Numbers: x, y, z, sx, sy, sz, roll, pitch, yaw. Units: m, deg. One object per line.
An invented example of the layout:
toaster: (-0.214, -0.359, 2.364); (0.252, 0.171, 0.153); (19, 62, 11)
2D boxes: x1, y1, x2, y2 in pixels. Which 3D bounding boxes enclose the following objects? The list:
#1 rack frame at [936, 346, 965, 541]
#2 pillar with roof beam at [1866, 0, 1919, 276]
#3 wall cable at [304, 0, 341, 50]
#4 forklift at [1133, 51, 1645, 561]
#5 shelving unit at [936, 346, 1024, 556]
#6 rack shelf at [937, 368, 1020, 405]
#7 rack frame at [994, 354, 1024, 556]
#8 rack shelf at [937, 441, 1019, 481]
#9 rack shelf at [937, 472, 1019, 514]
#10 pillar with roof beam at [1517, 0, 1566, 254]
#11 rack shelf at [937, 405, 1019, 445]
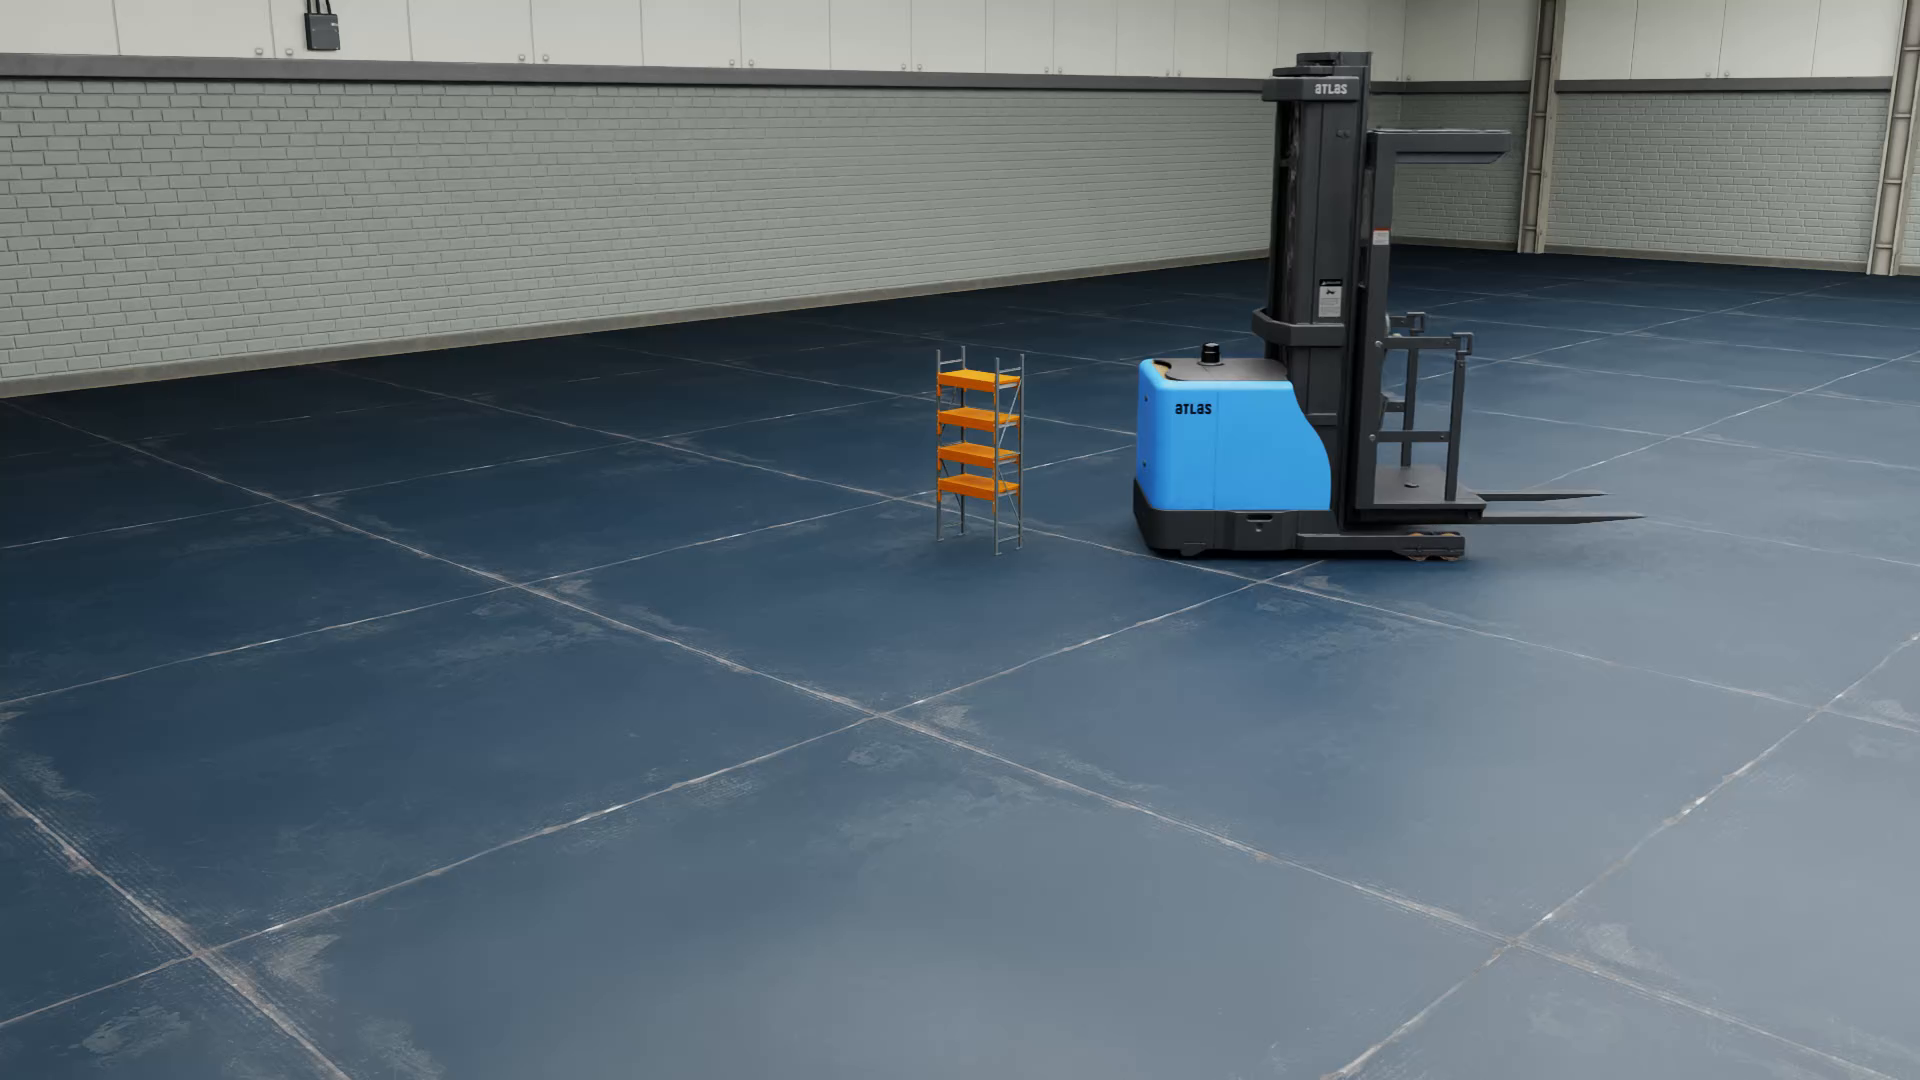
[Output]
rack frame: (-0.057, -0.594, 10.333); (0.015, 1.200, 0.240); (14, 20, 42)
pillar with roof beam: (11.973, -7.885, 22.846); (0.400, 9.000, 9.100); (14, 20, 42)
wall cable: (-5.824, -8.120, 17.005); (0.169, 6.003, 2.305); (14, 20, 42)
forklift: (2.647, -1.427, 10.095); (3.031, 2.935, 1.130); (0, 15, 0)
shelving unit: (0.119, -0.552, 10.170); (0.503, 1.200, 0.258); (14, 20, 42)
rack shelf: (0.119, -0.932, 10.071); (0.480, 0.148, 0.258); (14, 20, 42)
rack frame: (0.295, -0.509, 10.006); (0.015, 1.200, 0.240); (14, 20, 42)
rack shelf: (0.119, -0.487, 10.187); (0.480, 0.148, 0.258); (14, 20, 42)
rack shelf: (0.119, -0.294, 10.237); (0.480, 0.148, 0.258); (14, 20, 42)
pillar with roof beam: (7.654, -8.935, 26.876); (0.400, 9.000, 9.100); (14, 20, 42)
rack shelf: (0.119, -0.703, 10.130); (0.480, 0.148, 0.258); (14, 20, 42)
